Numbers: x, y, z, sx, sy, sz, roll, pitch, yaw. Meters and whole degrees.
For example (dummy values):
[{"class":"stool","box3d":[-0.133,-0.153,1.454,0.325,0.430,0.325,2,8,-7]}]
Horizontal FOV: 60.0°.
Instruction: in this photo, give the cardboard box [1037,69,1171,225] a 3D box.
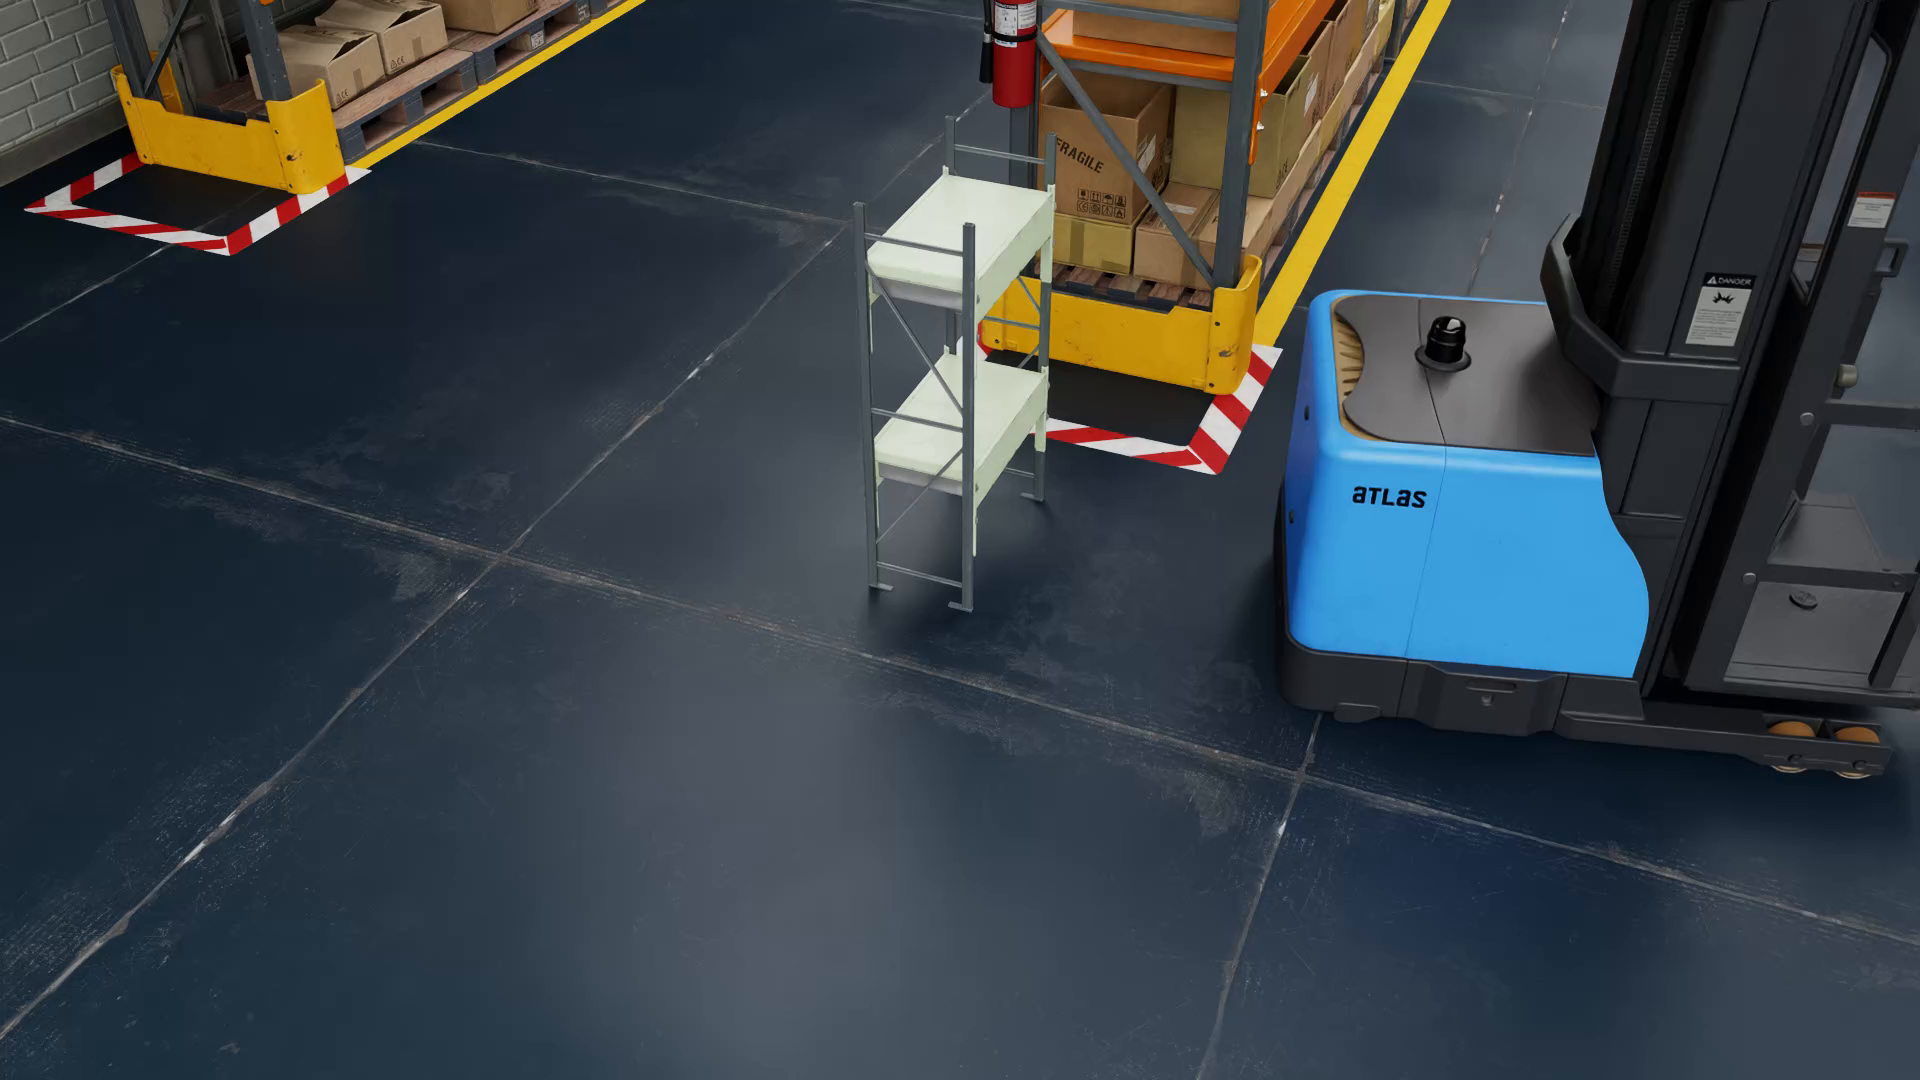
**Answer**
[{"class":"cardboard box","box3d":[0.619,-1.779,7.444,0.500,0.500,0.500,14,39,18]}]

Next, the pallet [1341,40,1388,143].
[{"class":"pallet","box3d":[1.871,-2.714,9.704,1.003,0.211,1.213,14,39,18]}]

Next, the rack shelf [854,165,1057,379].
[{"class":"rack shelf","box3d":[-0.003,-0.910,5.562,0.431,0.370,0.720,14,39,18]}]

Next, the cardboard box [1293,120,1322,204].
[{"class":"cardboard box","box3d":[1.478,-1.914,8.252,0.500,0.250,0.500,14,39,18]}]

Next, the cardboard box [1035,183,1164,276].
[{"class":"cardboard box","box3d":[0.621,-1.478,7.668,0.500,0.250,0.500,14,39,18]}]

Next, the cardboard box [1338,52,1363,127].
[{"class":"cardboard box","box3d":[1.862,-2.467,8.991,0.500,0.250,0.500,14,39,18]}]

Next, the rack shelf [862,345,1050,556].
[{"class":"rack shelf","box3d":[-0.003,-0.336,5.991,0.431,0.370,0.720,14,39,18]}]

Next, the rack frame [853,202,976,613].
[{"class":"rack frame","box3d":[-0.142,-0.394,5.525,0.400,1.500,0.023,14,39,18]}]

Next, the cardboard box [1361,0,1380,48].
[{"class":"cardboard box","box3d":[2.037,-3.048,9.142,0.500,0.500,0.500,14,39,18]}]

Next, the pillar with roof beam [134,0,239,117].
[{"class":"pillar with roof beam","box3d":[-0.444,-5.180,5.664,9.100,9.000,0.400,14,39,18]}]

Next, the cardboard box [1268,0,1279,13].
[{"class":"cardboard box","box3d":[1.075,-2.634,7.185,0.700,0.500,0.500,15,39,19]}]

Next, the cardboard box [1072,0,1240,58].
[{"class":"cardboard box","box3d":[0.880,-2.342,6.795,0.700,0.500,0.500,14,39,18]}]

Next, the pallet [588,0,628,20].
[{"class":"pallet","box3d":[-2.593,-3.891,11.279,1.003,0.211,1.213,14,39,18]}]

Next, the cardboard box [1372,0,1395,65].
[{"class":"cardboard box","box3d":[2.238,-3.022,9.733,0.500,0.250,0.500,14,39,18]}]

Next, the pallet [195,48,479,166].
[{"class":"pallet","box3d":[-3.521,-2.540,9.472,1.003,0.211,1.213,14,39,18]}]

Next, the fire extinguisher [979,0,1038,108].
[{"class":"fire extinguisher","box3d":[0.216,-2.056,6.560,0.296,0.674,0.183,14,39,18]}]

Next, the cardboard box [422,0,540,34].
[{"class":"cardboard box","box3d":[-3.003,-3.421,10.042,0.700,0.500,0.500,11,38,15]}]

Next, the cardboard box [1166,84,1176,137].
[{"class":"cardboard box","box3d":[0.986,-2.336,8.189,0.500,0.500,0.500,14,39,18]}]

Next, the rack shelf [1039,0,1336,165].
[{"class":"rack shelf","box3d":[1.451,-2.866,8.180,1.077,0.370,4.000,14,39,18]}]

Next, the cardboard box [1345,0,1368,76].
[{"class":"cardboard box","box3d":[1.850,-2.770,8.770,0.500,0.500,0.500,14,39,18]}]

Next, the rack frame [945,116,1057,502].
[{"class":"rack frame","box3d":[0.137,-0.800,6.067,0.400,1.500,0.023,14,39,18]}]

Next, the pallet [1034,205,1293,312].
[{"class":"pallet","box3d":[0.943,-1.363,7.897,1.003,0.211,1.213,14,39,18]}]

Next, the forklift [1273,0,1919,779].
[{"class":"forklift","box3d":[2.603,-0.763,4.822,3.031,2.935,1.130,5,37,6]}]

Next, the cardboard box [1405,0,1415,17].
[{"class":"cardboard box","box3d":[2.595,-3.495,10.367,0.500,0.250,0.500,13,39,17]}]

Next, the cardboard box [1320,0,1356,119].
[{"class":"cardboard box","box3d":[1.673,-2.490,8.396,0.500,0.500,0.500,14,39,18]}]

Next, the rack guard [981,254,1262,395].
[{"class":"rack guard","box3d":[0.681,-1.032,7.214,1.175,0.500,0.348,14,39,18]}]

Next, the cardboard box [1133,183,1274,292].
[{"class":"cardboard box","box3d":[1.100,-1.360,7.510,0.500,0.250,0.500,14,39,18]}]

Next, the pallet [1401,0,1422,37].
[{"class":"pallet","box3d":[2.457,-3.561,10.838,1.003,0.211,1.213,14,39,18]}]

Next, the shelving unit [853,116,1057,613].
[{"class":"shelving unit","box3d":[-0.003,-0.597,5.796,0.431,1.500,0.755,14,39,18]}]

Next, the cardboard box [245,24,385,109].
[{"class":"cardboard box","box3d":[-3.546,-2.635,9.148,0.500,0.311,0.500,10,38,13]}]

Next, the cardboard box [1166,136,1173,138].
[{"class":"cardboard box","box3d":[0.989,-2.035,8.413,0.500,0.250,0.500,14,39,18]}]

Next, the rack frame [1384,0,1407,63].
[{"class":"rack frame","box3d":[2.212,-4.261,9.446,1.000,3.000,0.127,14,39,18]}]

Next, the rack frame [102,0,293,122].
[{"class":"rack frame","box3d":[-3.892,-3.173,7.990,1.000,3.000,0.127,14,39,18]}]

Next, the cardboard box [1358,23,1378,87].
[{"class":"cardboard box","box3d":[2.039,-2.747,9.366,0.500,0.250,0.500,14,39,18]}]

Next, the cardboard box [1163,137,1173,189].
[{"class":"cardboard box","box3d":[0.800,-1.757,8.042,0.500,0.250,0.500,14,39,18]}]

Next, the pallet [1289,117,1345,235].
[{"class":"pallet","box3d":[1.408,-2.036,8.798,1.003,0.211,1.213,14,39,18]}]

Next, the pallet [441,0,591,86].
[{"class":"pallet","box3d":[-3.056,-3.213,10.373,1.003,0.211,1.213,14,39,18]}]

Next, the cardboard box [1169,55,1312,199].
[{"class":"cardboard box","box3d":[1.289,-1.938,7.656,0.500,0.500,0.500,14,39,18]}]

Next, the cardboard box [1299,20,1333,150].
[{"class":"cardboard box","box3d":[1.467,-2.217,8.031,0.500,0.500,0.500,14,39,18]}]

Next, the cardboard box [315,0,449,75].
[{"class":"cardboard box","box3d":[-3.329,-2.951,9.571,0.500,0.311,0.500,17,40,21]}]

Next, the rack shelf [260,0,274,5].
[{"class":"rack shelf","box3d":[-3.131,-3.992,9.687,1.077,0.370,4.000,14,39,18]}]

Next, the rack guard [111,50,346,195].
[{"class":"rack guard","box3d":[-3.863,-2.214,8.795,1.175,0.500,0.348,14,39,18]}]

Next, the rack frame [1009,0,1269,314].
[{"class":"rack frame","box3d":[0.691,-2.047,6.483,1.000,3.000,0.127,14,39,18]}]

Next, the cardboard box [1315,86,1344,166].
[{"class":"cardboard box","box3d":[1.673,-2.190,8.620,0.500,0.250,0.500,14,39,18]}]

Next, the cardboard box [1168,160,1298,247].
[{"class":"cardboard box","box3d":[1.287,-1.638,7.881,0.500,0.250,0.500,14,39,18]}]
